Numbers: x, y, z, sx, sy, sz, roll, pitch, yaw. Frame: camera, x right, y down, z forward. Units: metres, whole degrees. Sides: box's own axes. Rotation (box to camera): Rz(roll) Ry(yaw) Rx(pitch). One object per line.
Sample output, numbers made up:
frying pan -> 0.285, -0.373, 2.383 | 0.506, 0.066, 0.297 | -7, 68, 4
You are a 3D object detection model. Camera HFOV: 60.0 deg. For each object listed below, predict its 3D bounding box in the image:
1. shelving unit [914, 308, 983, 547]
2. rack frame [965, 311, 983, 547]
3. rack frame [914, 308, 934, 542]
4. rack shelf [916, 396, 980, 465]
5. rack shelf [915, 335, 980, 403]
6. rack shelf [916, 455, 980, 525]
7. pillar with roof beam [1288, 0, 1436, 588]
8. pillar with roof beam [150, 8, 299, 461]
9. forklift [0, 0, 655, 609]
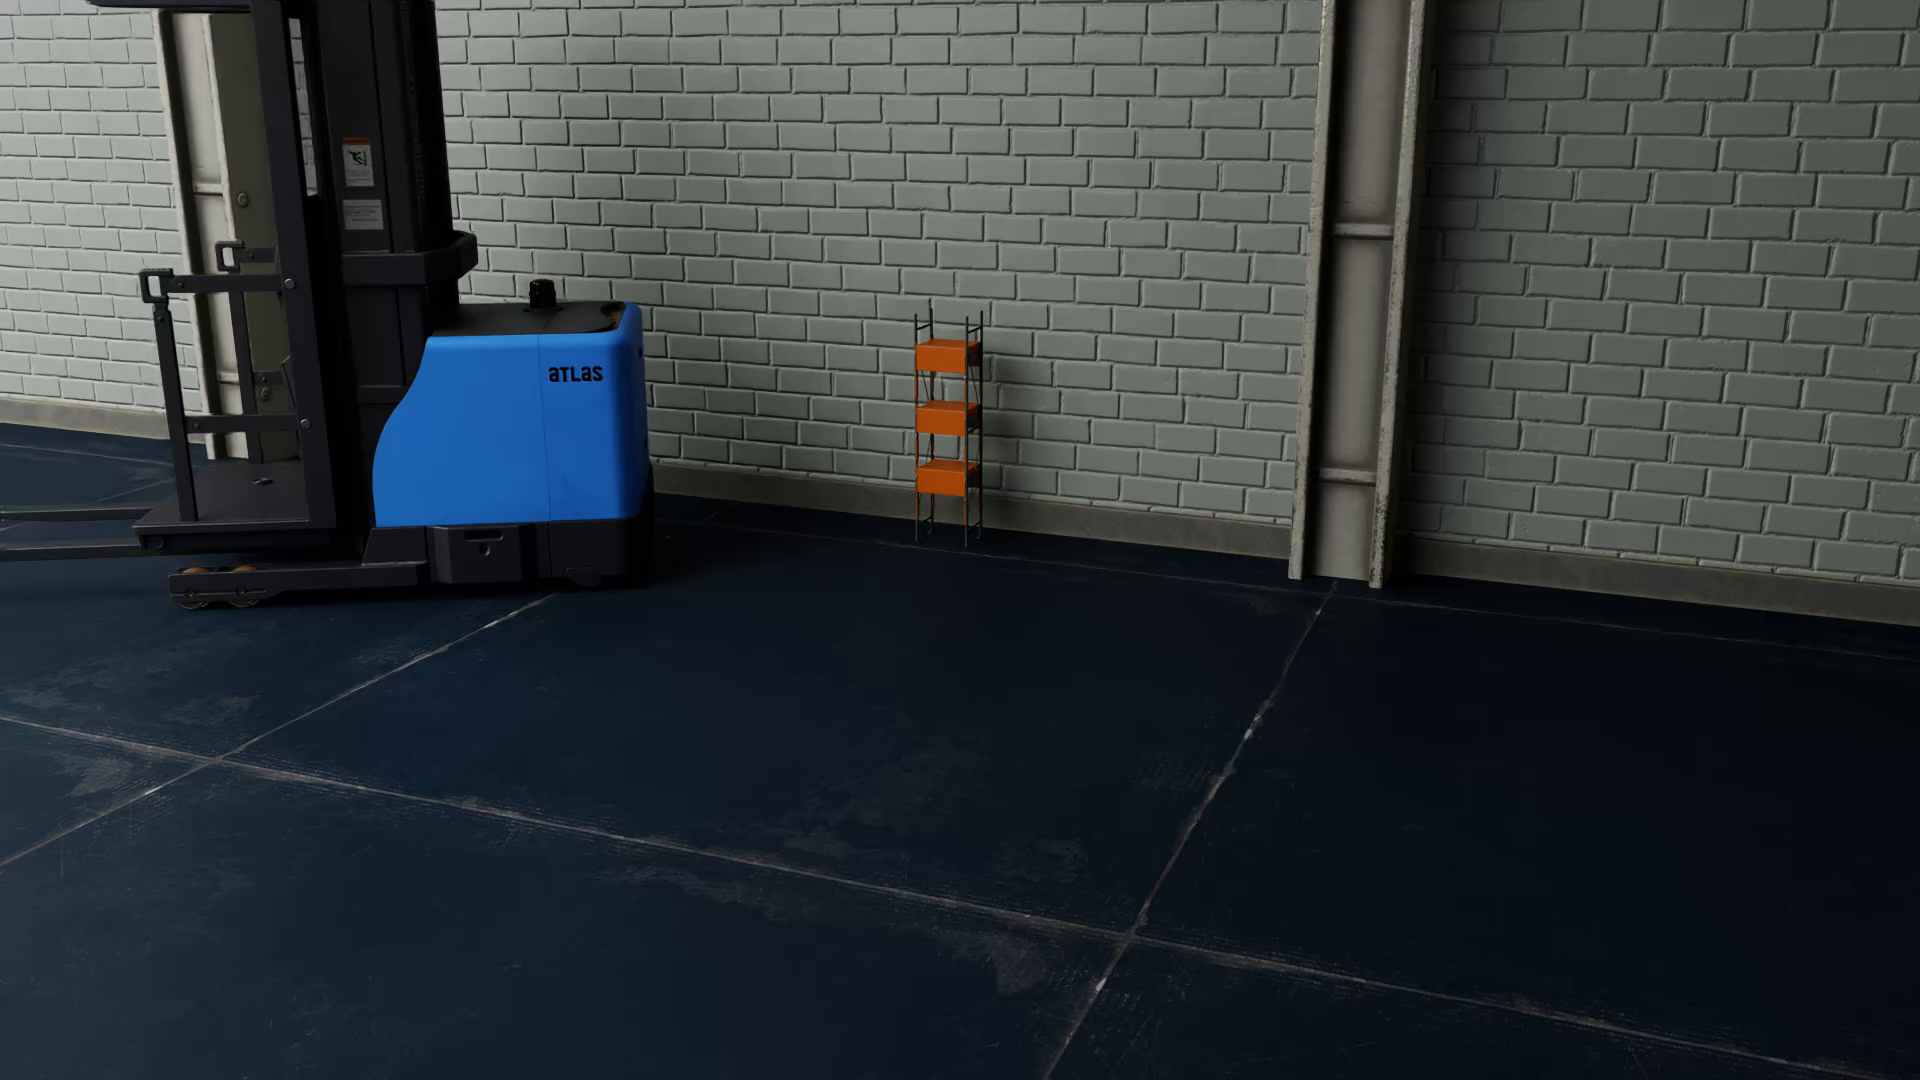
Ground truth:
shelving unit -> -0.050, -0.510, 7.546 | 0.252, 1.050, 0.215 | 6, 17, 21
rack frame -> 0.064, -0.497, 7.503 | 0.008, 1.050, 0.200 | 6, 17, 21
rack frame -> -0.163, -0.522, 7.589 | 0.008, 1.050, 0.200 | 6, 17, 21
rack shelf -> -0.050, -0.499, 7.549 | 0.240, 0.259, 0.215 | 6, 17, 21
rack shelf -> -0.050, -0.772, 7.470 | 0.240, 0.259, 0.215 | 6, 17, 21
rack shelf -> -0.050, -0.233, 7.627 | 0.240, 0.259, 0.215 | 6, 17, 21
pillar with roof beam -> 0.065, -3.061, 2.078 | 0.400, 9.000, 9.100 | 6, 17, 21
pillar with roof beam -> -5.517, -3.675, 4.193 | 0.400, 9.000, 9.100 | 6, 17, 21
forklift -> -2.880, -1.284, 6.840 | 3.031, 2.935, 1.130 | -2, 16, -7
